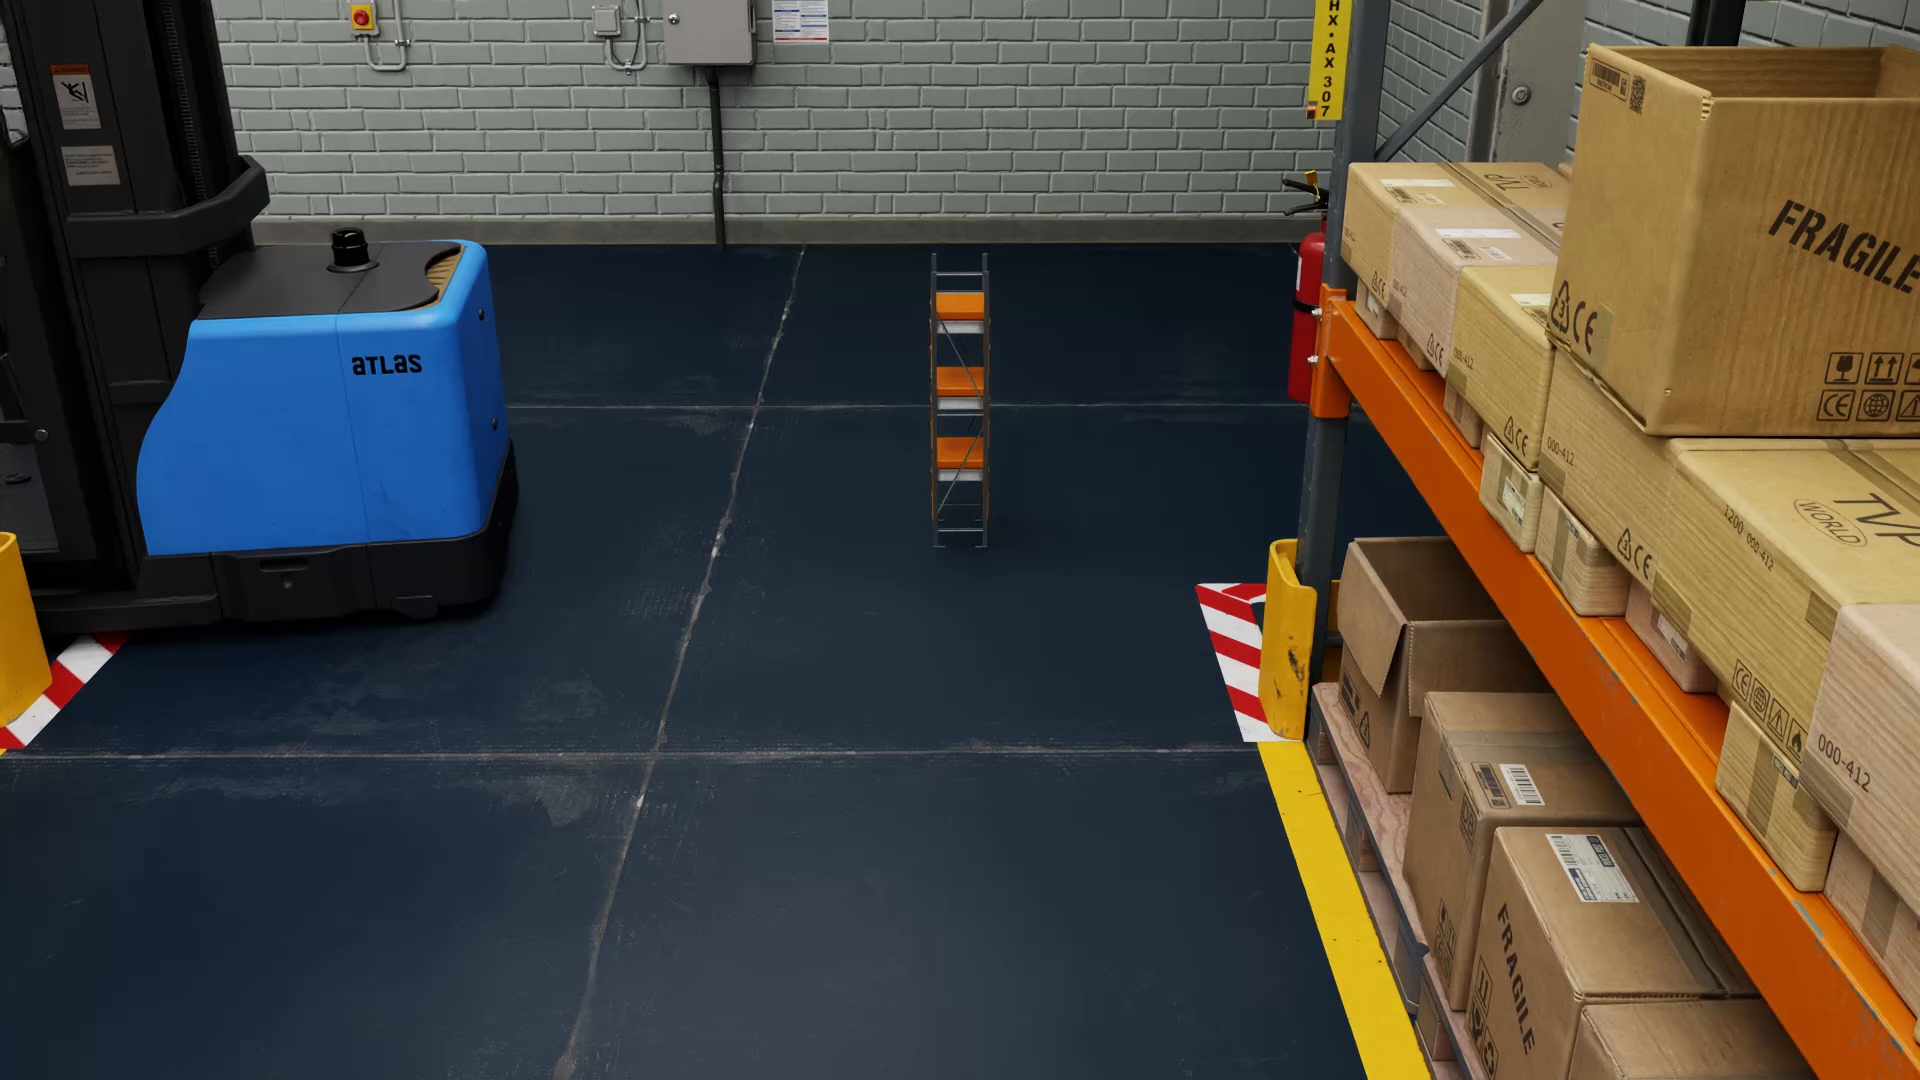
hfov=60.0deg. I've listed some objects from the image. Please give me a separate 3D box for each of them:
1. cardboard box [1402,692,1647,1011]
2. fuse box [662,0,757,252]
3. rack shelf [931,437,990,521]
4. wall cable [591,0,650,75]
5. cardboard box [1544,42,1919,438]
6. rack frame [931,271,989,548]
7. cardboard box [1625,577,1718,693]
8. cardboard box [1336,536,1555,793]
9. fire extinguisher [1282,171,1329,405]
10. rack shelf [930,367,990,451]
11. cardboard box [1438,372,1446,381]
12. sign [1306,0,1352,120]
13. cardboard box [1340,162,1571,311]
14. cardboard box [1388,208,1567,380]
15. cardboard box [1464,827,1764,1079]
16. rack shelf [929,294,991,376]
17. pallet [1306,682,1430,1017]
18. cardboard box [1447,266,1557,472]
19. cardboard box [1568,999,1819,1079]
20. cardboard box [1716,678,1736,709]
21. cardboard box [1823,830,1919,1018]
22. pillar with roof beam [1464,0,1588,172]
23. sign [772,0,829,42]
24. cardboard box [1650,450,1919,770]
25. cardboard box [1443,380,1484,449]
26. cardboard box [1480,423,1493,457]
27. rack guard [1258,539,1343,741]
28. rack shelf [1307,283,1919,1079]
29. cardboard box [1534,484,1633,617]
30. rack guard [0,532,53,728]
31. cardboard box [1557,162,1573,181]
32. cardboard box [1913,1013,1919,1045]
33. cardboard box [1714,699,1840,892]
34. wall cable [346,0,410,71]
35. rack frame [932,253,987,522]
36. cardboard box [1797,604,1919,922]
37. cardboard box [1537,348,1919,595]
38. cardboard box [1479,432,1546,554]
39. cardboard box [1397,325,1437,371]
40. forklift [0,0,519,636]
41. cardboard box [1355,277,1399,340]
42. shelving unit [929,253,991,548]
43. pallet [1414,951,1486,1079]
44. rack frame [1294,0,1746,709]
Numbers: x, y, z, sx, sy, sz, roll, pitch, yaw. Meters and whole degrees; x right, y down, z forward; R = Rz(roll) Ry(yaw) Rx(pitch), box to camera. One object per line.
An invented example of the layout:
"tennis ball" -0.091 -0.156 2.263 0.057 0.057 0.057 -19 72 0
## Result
"cardboard box" 1.398 0.676 3.640 0.700 0.500 0.500 1 24 2
"fuse box" -1.431 -2.539 9.787 0.539 1.711 0.414 0 24 -1
"rack shelf" -0.001 -0.238 6.201 0.215 0.259 0.240 0 24 -1
"wall cable" -2.115 -3.650 9.448 0.588 1.984 0.122 0 24 -1
"cardboard box" 1.267 -0.479 2.581 0.500 0.500 0.500 0 24 1
"rack frame" 0.001 -0.450 5.971 0.200 1.050 0.008 0 24 -1
"cardboard box" 1.304 0.120 2.650 0.380 0.149 0.250 0 24 -1
"cardboard box" 1.427 0.322 4.418 0.797 0.503 0.637 -1 24 -3
"fire extinguisher" 1.051 -0.730 4.771 0.296 0.674 0.183 0 24 -1
"rack shelf" -0.001 -0.491 6.087 0.215 0.259 0.240 0 24 -1
"cardboard box" 1.331 -0.413 3.828 0.380 0.149 0.250 -1 24 -1
"sign" 0.973 -1.269 4.365 0.100 0.325 0.005 0 24 -1
"cardboard box" 1.251 -0.756 4.102 0.500 0.250 0.500 0 24 0
"cardboard box" 1.256 -0.548 3.643 0.500 0.250 0.500 0 24 0
"cardboard box" 1.303 0.894 3.157 0.500 0.500 0.500 0 24 0
"rack shelf" -0.001 -0.749 5.970 0.215 0.259 0.240 0 24 -1
"pallet" 1.526 0.754 4.328 1.003 0.211 1.213 0 24 -1
"cardboard box" 1.265 -0.339 3.181 0.500 0.250 0.500 -1 24 -2
"cardboard box" 1.409 1.103 2.694 0.700 0.500 0.500 -1 24 -3
"cardboard box" 1.354 0.221 2.426 0.380 0.149 0.250 0 24 0
"cardboard box" 1.276 0.433 1.957 0.380 0.149 0.250 0 24 1
"pillar with roof beam" -1.918 -4.706 5.735 9.100 9.000 0.400 0 24 -1
"sign" -0.939 -3.170 9.734 0.329 0.494 0.001 0 24 -1
"cardboard box" 1.297 0.084 2.246 0.500 0.250 0.500 0 24 -1
"cardboard box" 1.273 -0.309 3.597 0.380 0.149 0.250 0 24 1
"cardboard box" 1.281 -0.199 3.355 0.380 0.149 0.250 0 24 0
"rack guard" 1.516 0.293 4.995 1.175 0.500 0.348 0 24 -1
"rack shelf" 1.537 0.275 2.875 1.077 0.370 4.000 0 24 -1
"cardboard box" 1.232 0.014 2.884 0.380 0.149 0.250 0 24 1
"rack guard" -3.448 0.276 5.033 1.175 0.500 0.348 0 24 -1
"cardboard box" 1.786 -0.756 4.102 0.500 0.250 0.500 0 24 1
"cardboard box" 1.251 0.541 1.718 0.380 0.149 0.250 0 24 1
"cardboard box" 1.245 0.328 2.189 0.380 0.149 0.250 -1 24 -1
"wall cable" -3.533 -3.654 9.417 0.585 1.953 0.123 0 24 -1
"rack frame" -0.002 -0.551 6.194 0.200 1.050 0.008 0 24 -1
"cardboard box" 1.289 0.289 1.792 0.500 0.250 0.500 0 24 0
"cardboard box" 1.292 -0.129 2.715 0.500 0.250 0.500 -1 24 -2
"cardboard box" 1.209 -0.095 3.124 0.380 0.149 0.250 -1 24 -2
"cardboard box" 1.294 -0.521 4.067 0.380 0.149 0.250 0 24 1
"forklift" -3.150 -1.182 5.306 3.031 2.935 1.130 -4 25 -8
"cardboard box" 1.244 -0.626 4.298 0.380 0.149 0.250 0 24 -1
"shelving unit" -0.001 -0.500 6.082 0.215 1.050 0.252 0 24 -1
"pallet" 1.536 1.255 3.219 1.003 0.211 1.213 0 24 -1
"rack frame" 1.515 -0.877 4.549 1.000 3.000 0.127 0 24 -1
